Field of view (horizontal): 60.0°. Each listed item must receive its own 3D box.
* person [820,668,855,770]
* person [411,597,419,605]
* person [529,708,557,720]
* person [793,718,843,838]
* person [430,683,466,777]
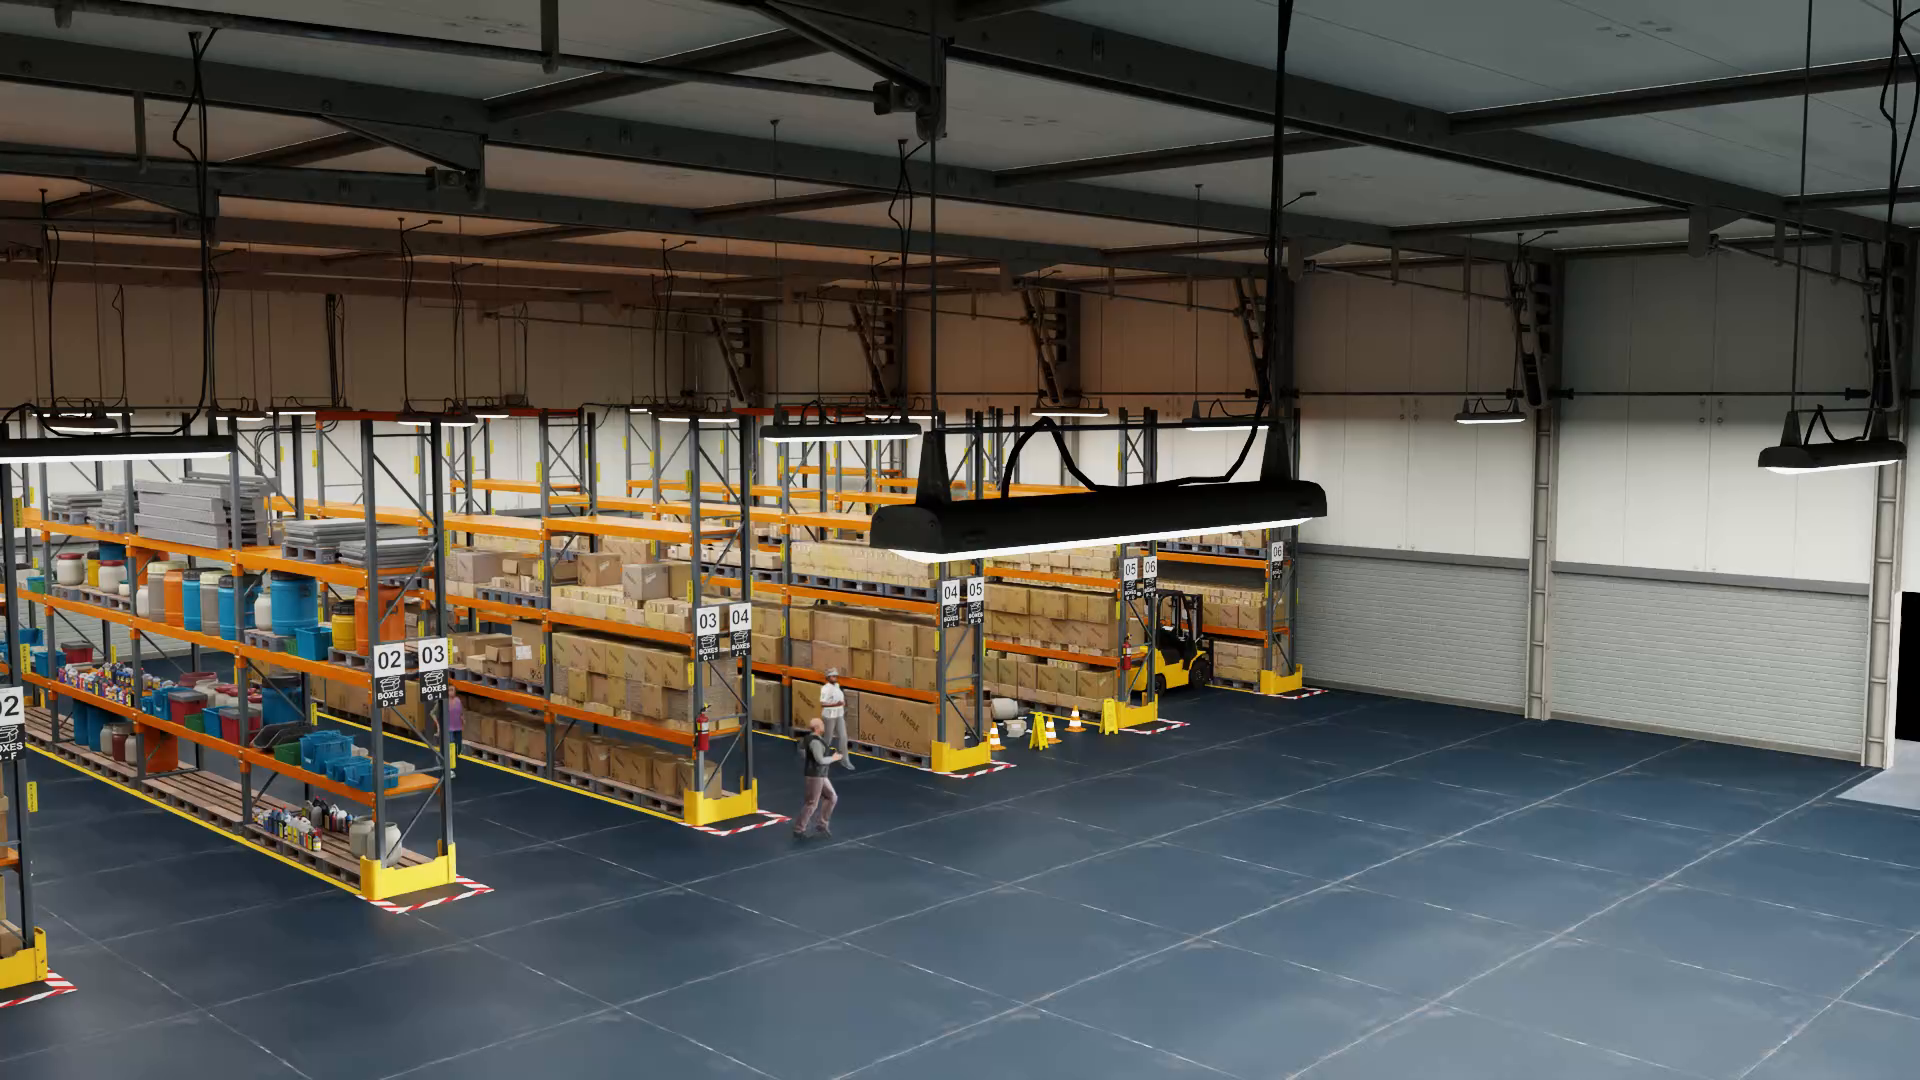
[{"bbox_3d":[-2.135,2.983,27.966,0.894,1.697,0.581,4,7,40],"label":"person"},{"bbox_3d":[-12.743,2.109,38.579,0.708,1.600,0.641,0,5,1],"label":"person"},{"bbox_3d":[-7.849,2.717,31.368,0.842,1.705,0.580,5,7,42],"label":"person"},{"bbox_3d":[-2.021,3.395,23.575,0.722,1.771,0.660,0,5,-5],"label":"person"},{"bbox_3d":[-8.325,3.133,27.288,0.551,1.561,0.531,4,7,40],"label":"person"}]
